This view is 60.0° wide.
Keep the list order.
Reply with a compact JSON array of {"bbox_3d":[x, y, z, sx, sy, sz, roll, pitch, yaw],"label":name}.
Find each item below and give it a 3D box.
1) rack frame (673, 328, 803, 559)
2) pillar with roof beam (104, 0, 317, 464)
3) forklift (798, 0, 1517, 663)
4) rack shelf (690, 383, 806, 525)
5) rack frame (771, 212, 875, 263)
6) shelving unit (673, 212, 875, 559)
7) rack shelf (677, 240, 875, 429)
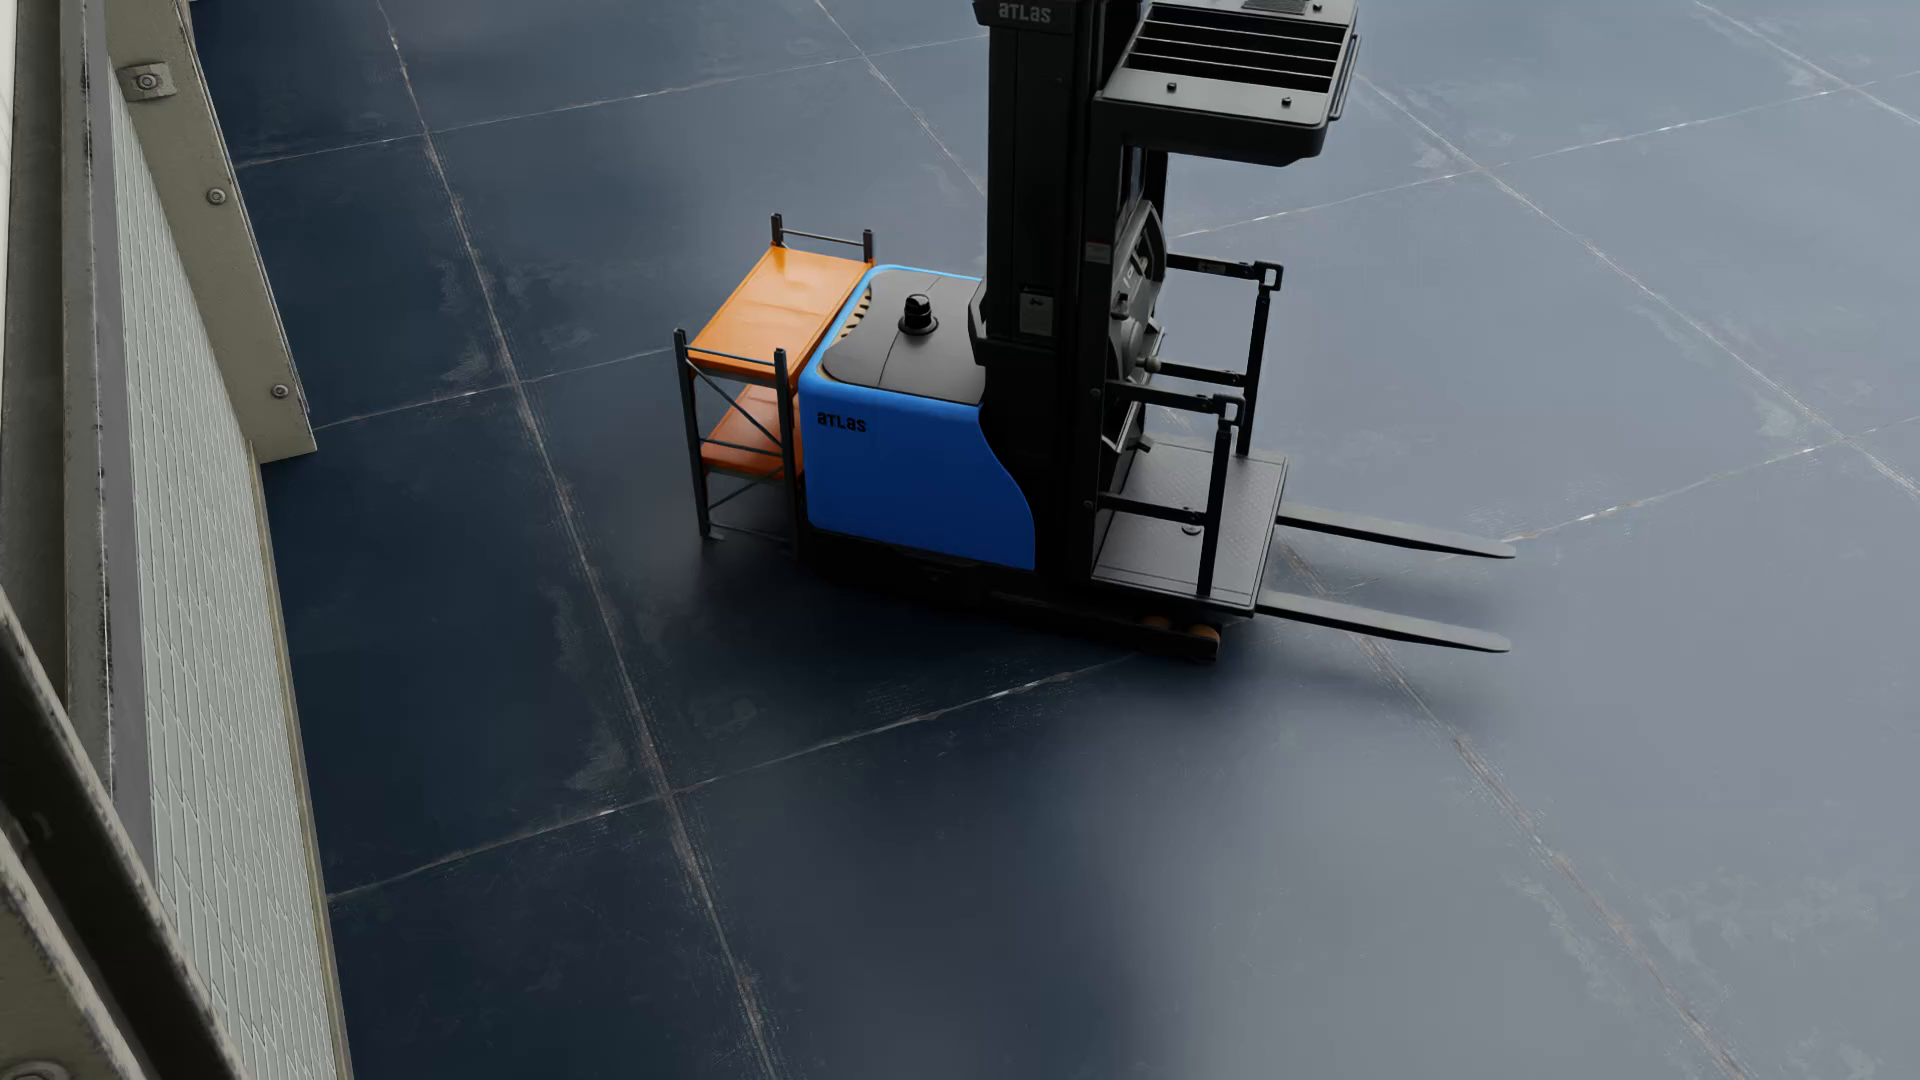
[{"bbox_3d":[-0.960,-0.403,7.275,0.500,1.125,0.032,12,42,14],"label":"rack frame"},{"bbox_3d":[0.597,-5.005,6.588,9.100,9.000,0.400,-15,43,-17],"label":"pillar with roof beam"},{"bbox_3d":[0.892,-0.978,6.558,3.031,2.935,1.130,11,42,12],"label":"forklift"},{"bbox_3d":[-0.797,-0.532,7.799,0.538,0.278,1.000,12,42,14],"label":"rack shelf"},{"bbox_3d":[-0.634,-1.031,8.005,0.500,1.125,0.032,12,42,14],"label":"rack frame"},{"bbox_3d":[-0.797,-0.717,7.640,0.538,1.125,1.048,12,42,14],"label":"shelving unit"},{"bbox_3d":[-0.797,-0.939,7.449,0.538,0.278,1.000,12,42,14],"label":"rack shelf"}]
